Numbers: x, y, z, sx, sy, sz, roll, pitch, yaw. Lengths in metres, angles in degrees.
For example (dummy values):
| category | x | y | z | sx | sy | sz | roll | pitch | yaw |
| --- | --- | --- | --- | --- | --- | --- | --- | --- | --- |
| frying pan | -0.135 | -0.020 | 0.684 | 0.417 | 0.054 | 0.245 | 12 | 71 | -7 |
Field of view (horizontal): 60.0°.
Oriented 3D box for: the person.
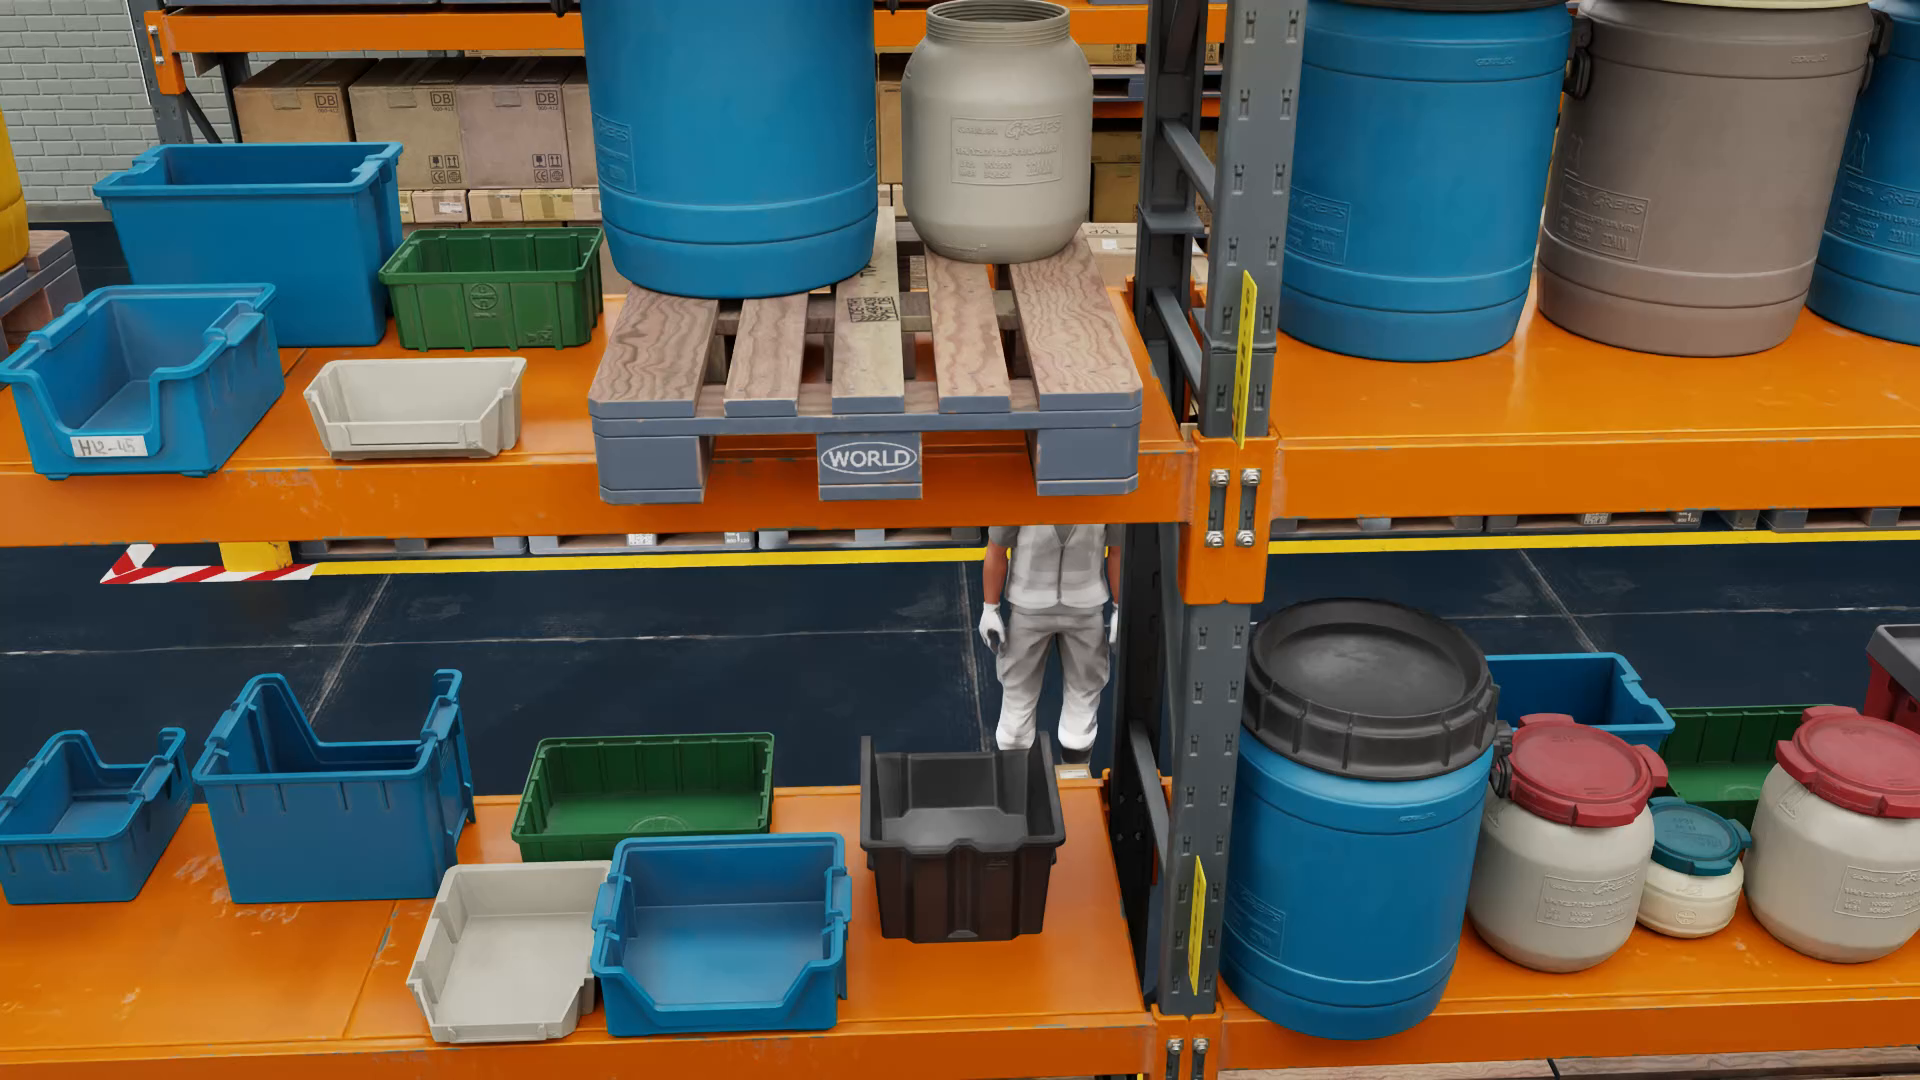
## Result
| category | x | y | z | sx | sy | sz | roll | pitch | yaw |
| --- | --- | --- | --- | --- | --- | --- | --- | --- | --- |
| person | 0.380 | 0.295 | 6.532 | 0.579 | 1.778 | 0.453 | -1 | 27 | -2 |
